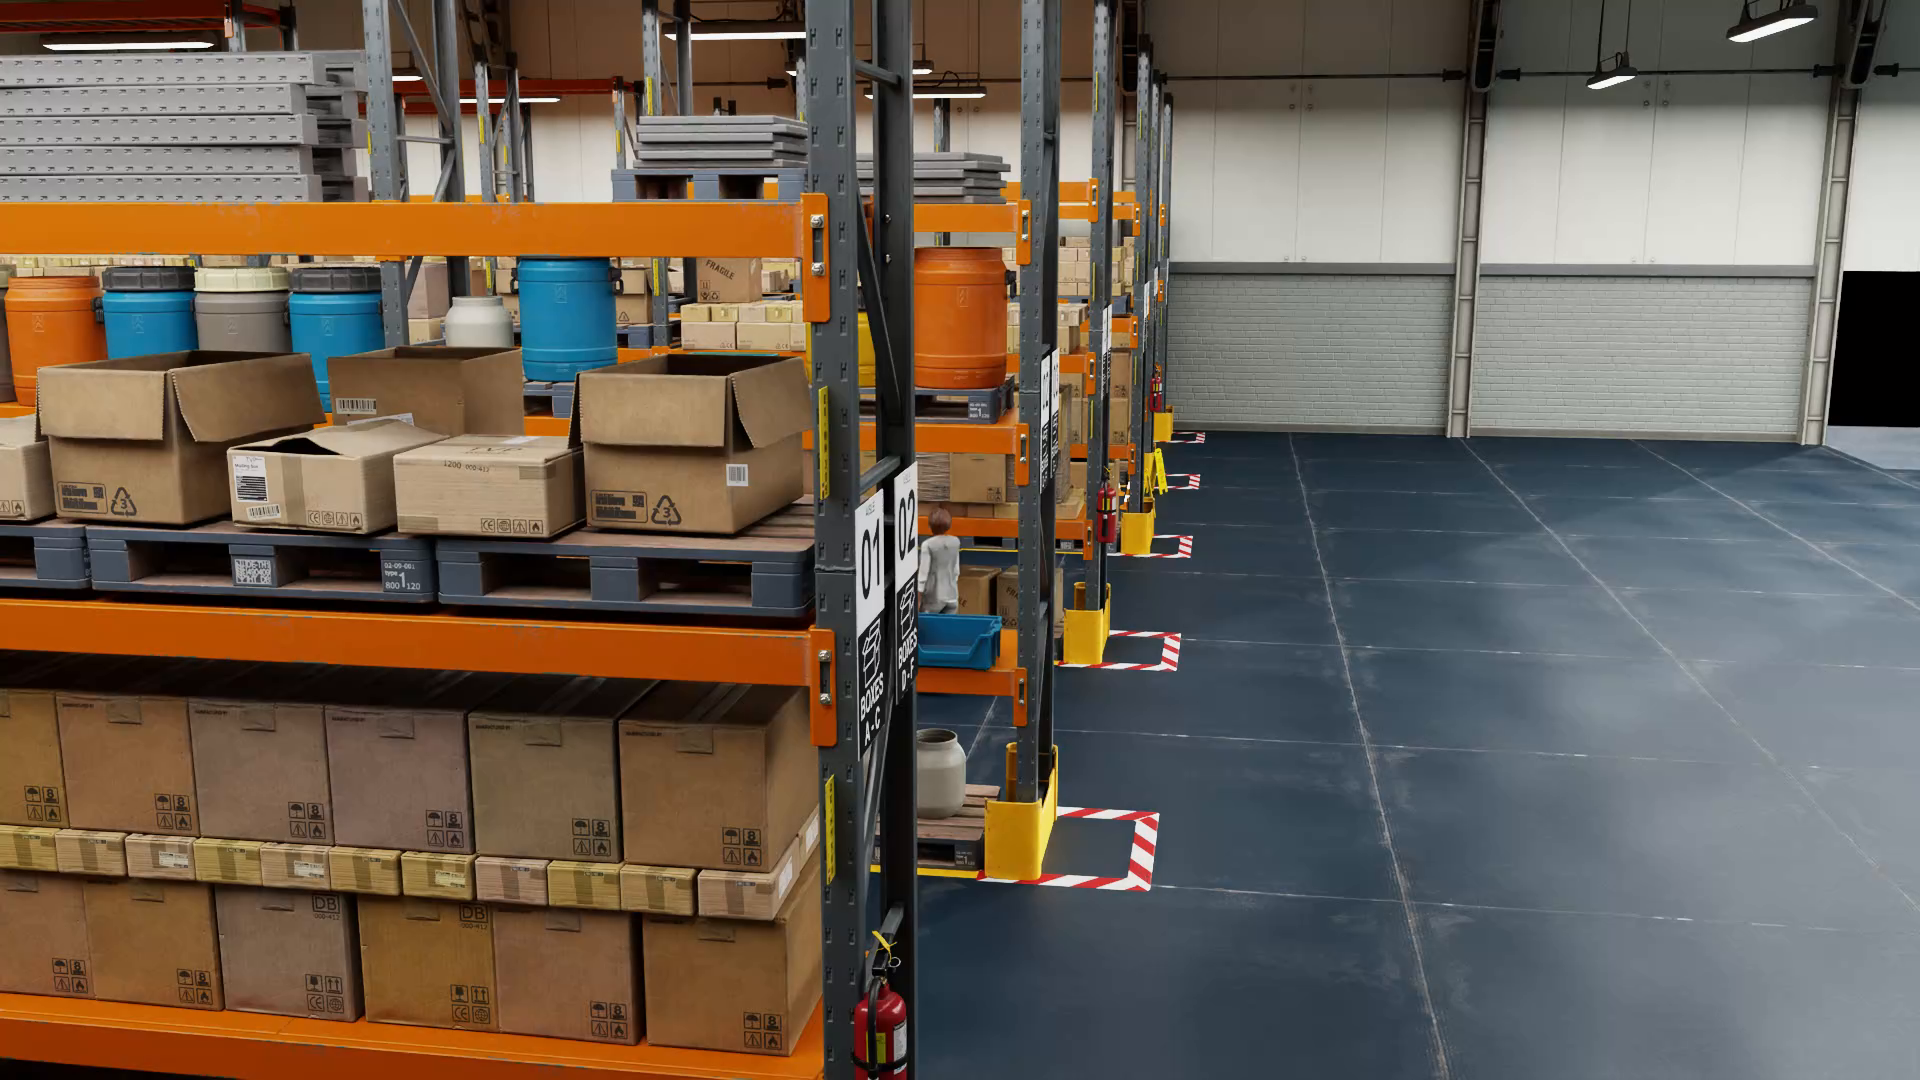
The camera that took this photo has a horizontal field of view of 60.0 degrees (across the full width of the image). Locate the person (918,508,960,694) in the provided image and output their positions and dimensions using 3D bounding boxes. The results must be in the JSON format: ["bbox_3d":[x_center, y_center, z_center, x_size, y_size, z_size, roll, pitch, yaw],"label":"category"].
[{"bbox_3d":[-0.205,0.531,14.089,0.431,1.628,0.476,-7,13,-31],"label":"person"}]
